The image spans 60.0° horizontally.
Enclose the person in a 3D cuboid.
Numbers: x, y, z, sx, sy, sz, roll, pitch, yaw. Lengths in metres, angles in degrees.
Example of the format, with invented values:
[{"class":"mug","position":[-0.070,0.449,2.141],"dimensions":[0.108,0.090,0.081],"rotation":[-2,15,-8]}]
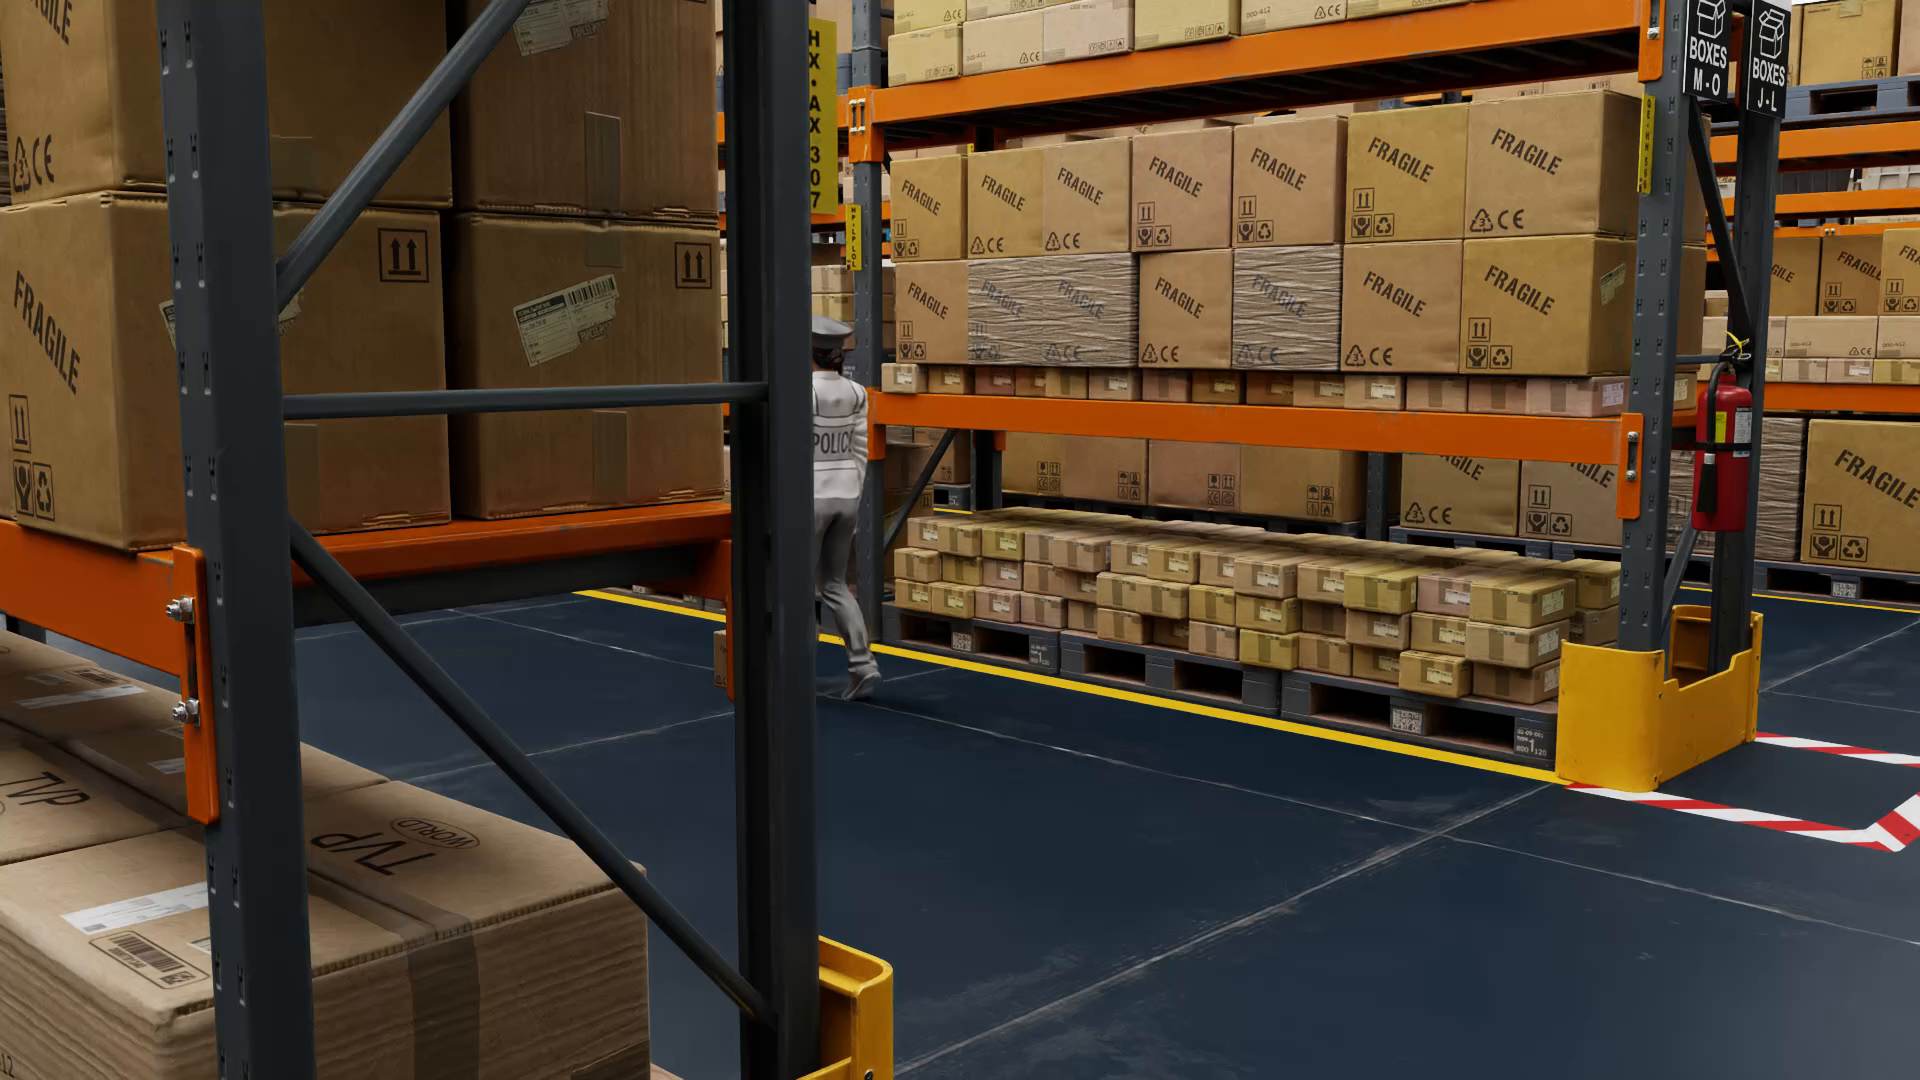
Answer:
[{"class":"person","position":[-0.628,-0.109,7.203],"dimensions":[0.486,1.729,0.490],"rotation":[7,10,44]}]
